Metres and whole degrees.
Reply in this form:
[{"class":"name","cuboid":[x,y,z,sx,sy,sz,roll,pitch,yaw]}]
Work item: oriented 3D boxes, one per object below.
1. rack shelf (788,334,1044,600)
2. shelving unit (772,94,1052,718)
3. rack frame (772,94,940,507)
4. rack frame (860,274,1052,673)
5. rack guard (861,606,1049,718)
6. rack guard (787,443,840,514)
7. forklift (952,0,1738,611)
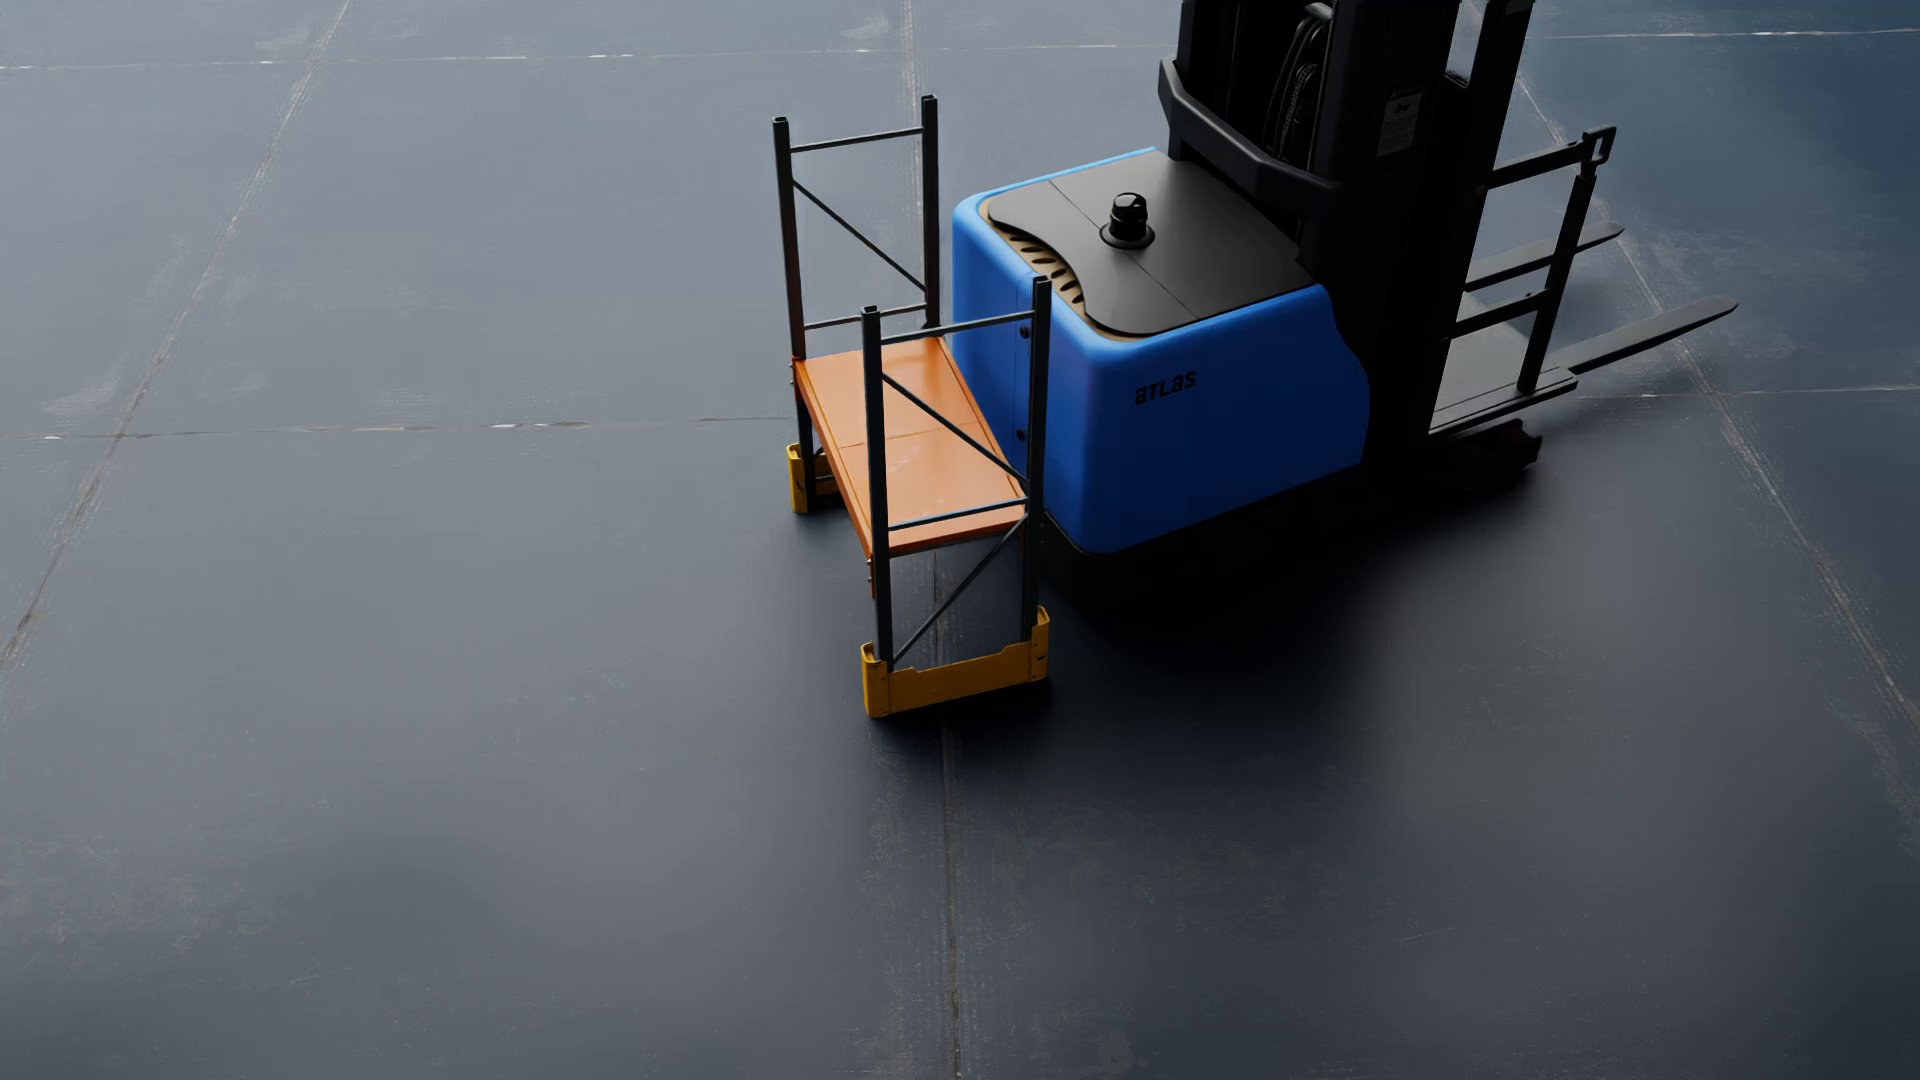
[{"class":"rack shelf","cuboid":[-0.158,-0.266,5.197,0.538,0.185,1.000,-12,44,-13]},{"class":"shelving unit","cuboid":[-0.161,-0.405,5.081,0.587,1.500,1.083,-12,44,-13]},{"class":"rack frame","cuboid":[-0.310,-0.727,5.433,0.500,1.500,0.032,-12,44,-13]},{"class":"rack frame","cuboid":[-0.007,-0.071,4.717,0.500,1.500,0.032,-12,44,-13]},{"class":"rack guard","cuboid":[-0.013,0.377,5.153,0.587,0.250,0.087,-12,44,-13]},{"class":"rack guard","cuboid":[-0.309,-0.265,5.854,0.587,0.250,0.087,-12,44,-13]},{"class":"forklift","cuboid":[1.508,-1.556,5.279,3.031,2.935,1.130,-19,46,-20]}]
